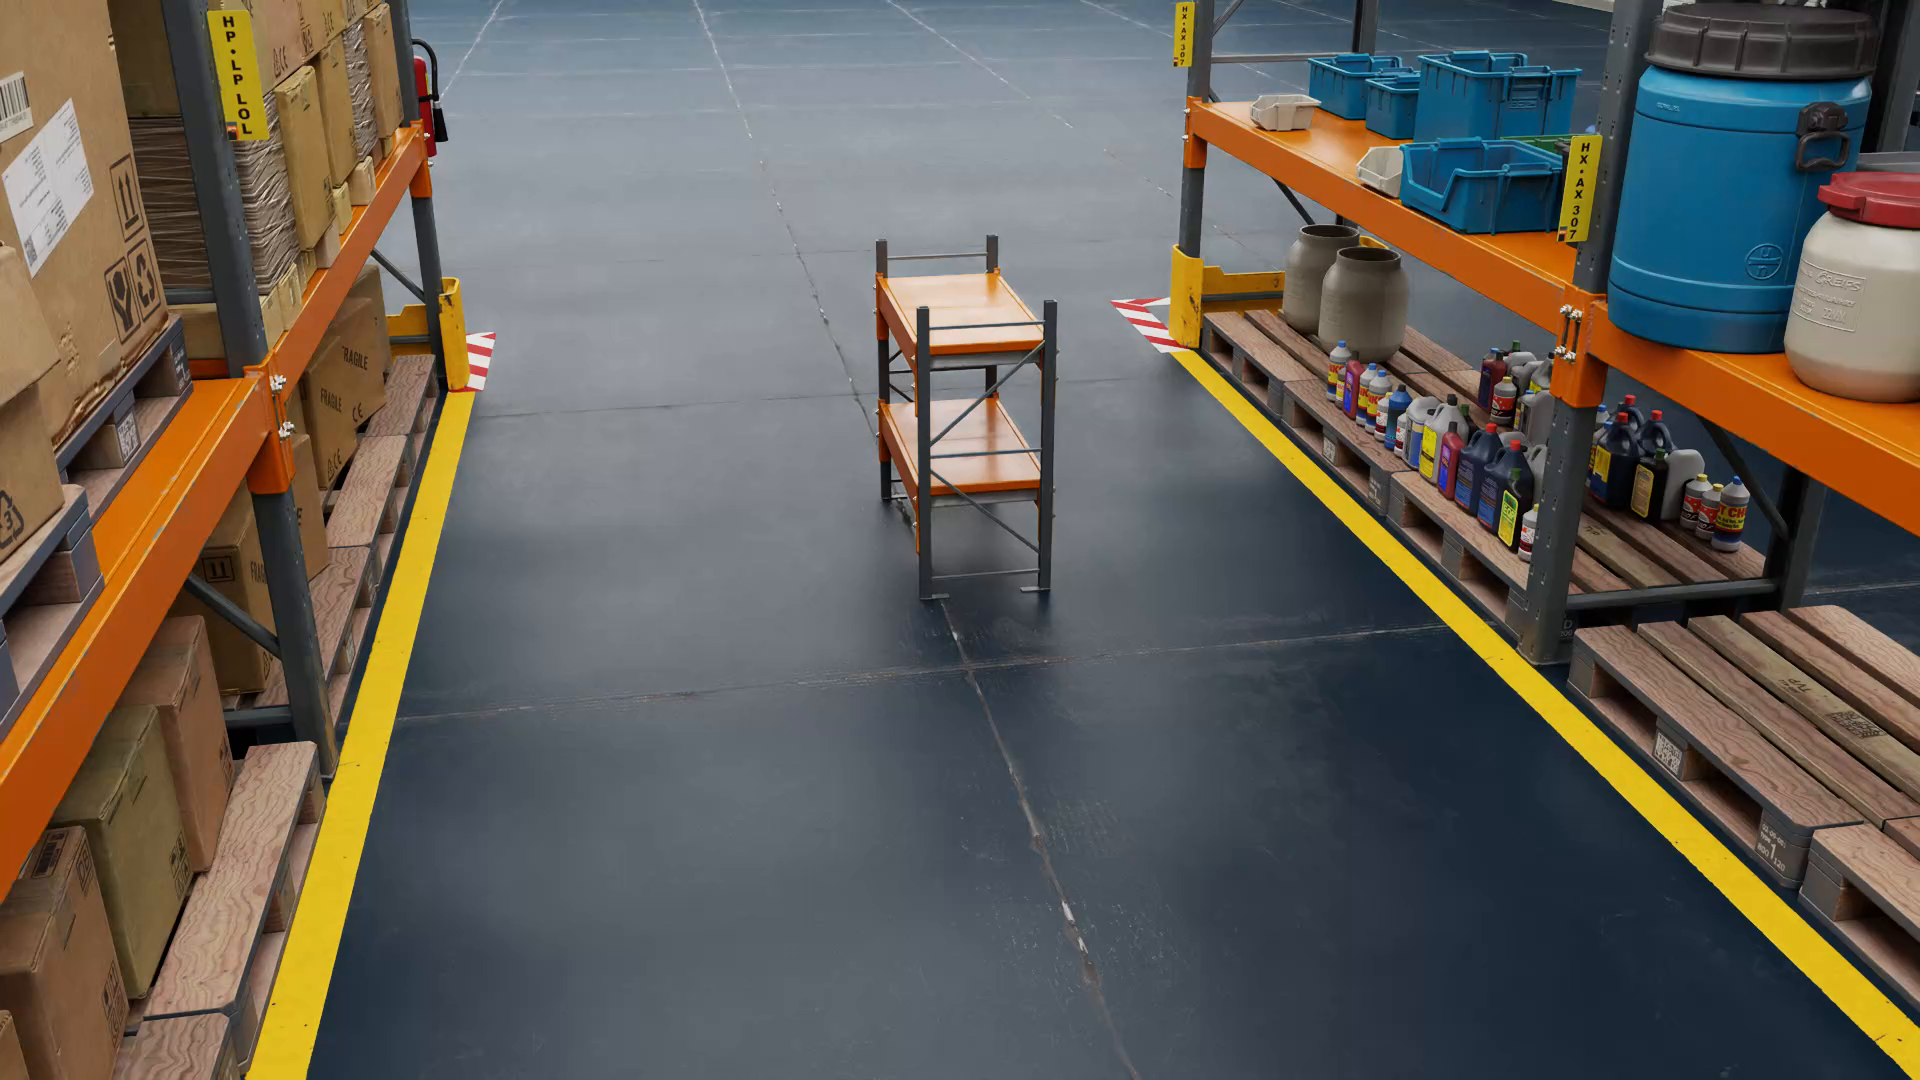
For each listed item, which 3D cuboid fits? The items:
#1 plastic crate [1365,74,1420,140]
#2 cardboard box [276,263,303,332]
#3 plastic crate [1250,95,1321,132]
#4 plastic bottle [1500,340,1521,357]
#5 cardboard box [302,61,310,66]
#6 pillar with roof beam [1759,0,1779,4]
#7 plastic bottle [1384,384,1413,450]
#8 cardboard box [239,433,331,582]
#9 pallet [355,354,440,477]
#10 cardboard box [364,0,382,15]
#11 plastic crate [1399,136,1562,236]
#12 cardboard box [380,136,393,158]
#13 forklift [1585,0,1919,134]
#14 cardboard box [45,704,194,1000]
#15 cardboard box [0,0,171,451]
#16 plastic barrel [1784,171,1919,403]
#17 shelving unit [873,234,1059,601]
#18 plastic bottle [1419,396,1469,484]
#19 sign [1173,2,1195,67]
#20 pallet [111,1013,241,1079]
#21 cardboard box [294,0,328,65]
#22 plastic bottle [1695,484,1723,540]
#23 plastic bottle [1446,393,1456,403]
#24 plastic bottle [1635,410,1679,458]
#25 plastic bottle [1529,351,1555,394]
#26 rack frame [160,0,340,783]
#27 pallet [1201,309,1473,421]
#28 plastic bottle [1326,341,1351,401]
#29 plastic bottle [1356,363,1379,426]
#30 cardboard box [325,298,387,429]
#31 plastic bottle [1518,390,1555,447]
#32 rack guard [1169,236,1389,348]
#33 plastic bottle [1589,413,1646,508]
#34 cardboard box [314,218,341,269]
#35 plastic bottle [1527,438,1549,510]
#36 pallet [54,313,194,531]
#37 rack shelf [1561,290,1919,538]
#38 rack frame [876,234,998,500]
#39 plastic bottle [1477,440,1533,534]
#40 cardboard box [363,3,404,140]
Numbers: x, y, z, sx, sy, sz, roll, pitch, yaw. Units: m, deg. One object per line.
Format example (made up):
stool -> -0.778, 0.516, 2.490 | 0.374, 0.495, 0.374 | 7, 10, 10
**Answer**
plastic crate -> 2.218, -2.067, 7.921 | 0.499, 0.251, 0.408 | -4, 24, -10
cardboard box -> -2.188, -0.717, 4.958 | 0.380, 0.149, 0.250 | -4, 24, -10
plastic crate -> 1.566, -2.069, 8.070 | 0.298, 0.136, 0.250 | -4, 24, -10
plastic bottle -> 2.527, -0.788, 7.651 | 0.061, 0.283, 0.133 | -4, 24, -8
cardboard box -> -2.683, -1.378, 5.662 | 0.875, 0.500, 0.500 | -4, 24, -10
pillar with roof beam -> 5.983, -10.239, 18.950 | 9.100, 9.000, 0.400 | -4, 24, -10
plastic bottle -> 1.865, -0.527, 7.069 | 0.097, 0.271, 0.097 | 0, 24, 0
cardboard box -> -2.559, -0.058, 5.734 | 0.500, 0.500, 0.500 | 3, 24, 7
pallet -> -3.021, -0.570, 7.790 | 1.003, 0.211, 1.213 | -4, 24, -10
cardboard box -> -2.708, -2.446, 6.856 | 0.500, 0.500, 0.500 | -4, 24, -10
plastic crate -> 1.985, -1.340, 6.256 | 0.499, 0.251, 0.616 | -4, 24, -10
cardboard box -> -2.753, -1.795, 7.425 | 0.380, 0.149, 0.250 | -4, 24, -10
forklift -> 4.310, -2.208, 8.144 | 1.130, 2.935, 3.031 | -4, 24, -8
cardboard box -> -2.249, 0.750, 3.859 | 0.700, 0.500, 0.500 | -4, 24, -10
cardboard box -> -2.402, -0.771, 3.492 | 1.000, 1.000, 1.000 | -4, 24, -9
plastic barrel -> 2.418, -0.662, 4.349 | 0.433, 0.535, 0.433 | 0, 24, 0
shelving unit -> 0.001, -0.513, 6.519 | 0.538, 1.125, 1.048 | -4, 24, -10
plastic bottle -> 1.959, -0.415, 6.712 | 0.144, 0.351, 0.185 | -4, 24, -10
sign -> 1.176, -2.654, 8.733 | 0.100, 0.325, 0.005 | -4, 24, -10
pallet -> -2.036, 1.439, 3.192 | 1.003, 0.211, 1.213 | -4, 24, -10
cardboard box -> -2.430, -1.856, 5.505 | 0.500, 0.500, 0.500 | -4, 24, -10
plastic bottle -> 2.810, -0.110, 6.200 | 0.097, 0.201, 0.097 | 0, 24, 0
plastic bottle -> 2.037, -0.456, 6.891 | 0.061, 0.283, 0.133 | -4, 24, -10
plastic bottle -> 2.715, -0.329, 6.515 | 0.144, 0.351, 0.185 | -4, 24, -8
plastic bottle -> 2.567, -0.643, 7.235 | 0.144, 0.351, 0.185 | -3, 24, -8
rack frame -> -2.411, -0.626, 4.436 | 1.000, 3.000, 0.127 | -4, 24, -10
pallet -> 1.922, -0.942, 8.643 | 1.003, 0.211, 1.213 | -4, 24, -10
plastic bottle -> 1.746, -0.781, 7.650 | 0.097, 0.271, 0.097 | 0, 24, 0
plastic bottle -> 1.809, -0.646, 7.341 | 0.097, 0.271, 0.097 | 0, 24, 0
cardboard box -> -2.907, -0.767, 7.357 | 0.500, 0.500, 0.500 | 2, 24, 4
plastic bottle -> 2.461, -0.515, 7.035 | 0.152, 0.276, 0.135 | -4, 24, -10
rack guard -> 1.777, -1.394, 9.317 | 1.175, 0.500, 0.348 | -4, 24, -10
plastic bottle -> 2.574, -0.318, 6.490 | 0.144, 0.351, 0.185 | -4, 24, -10
cardboard box -> -2.323, -1.012, 5.634 | 0.380, 0.149, 0.250 | -4, 24, -10
plastic bottle -> 2.196, -0.223, 6.273 | 0.144, 0.351, 0.185 | -4, 24, -10
pallet -> -2.413, -0.227, 3.761 | 1.003, 0.211, 1.213 | -4, 24, -10
rack shelf -> 2.826, 0.124, 3.618 | 1.077, 0.370, 4.000 | -4, 24, -10
rack frame -> -0.093, -0.713, 6.977 | 0.500, 1.125, 0.032 | -4, 24, -10
plastic bottle -> 2.054, -0.212, 6.248 | 0.144, 0.351, 0.185 | -5, 24, -11
cardboard box -> -2.865, -1.975, 7.029 | 0.875, 0.500, 0.500 | -4, 24, -10
